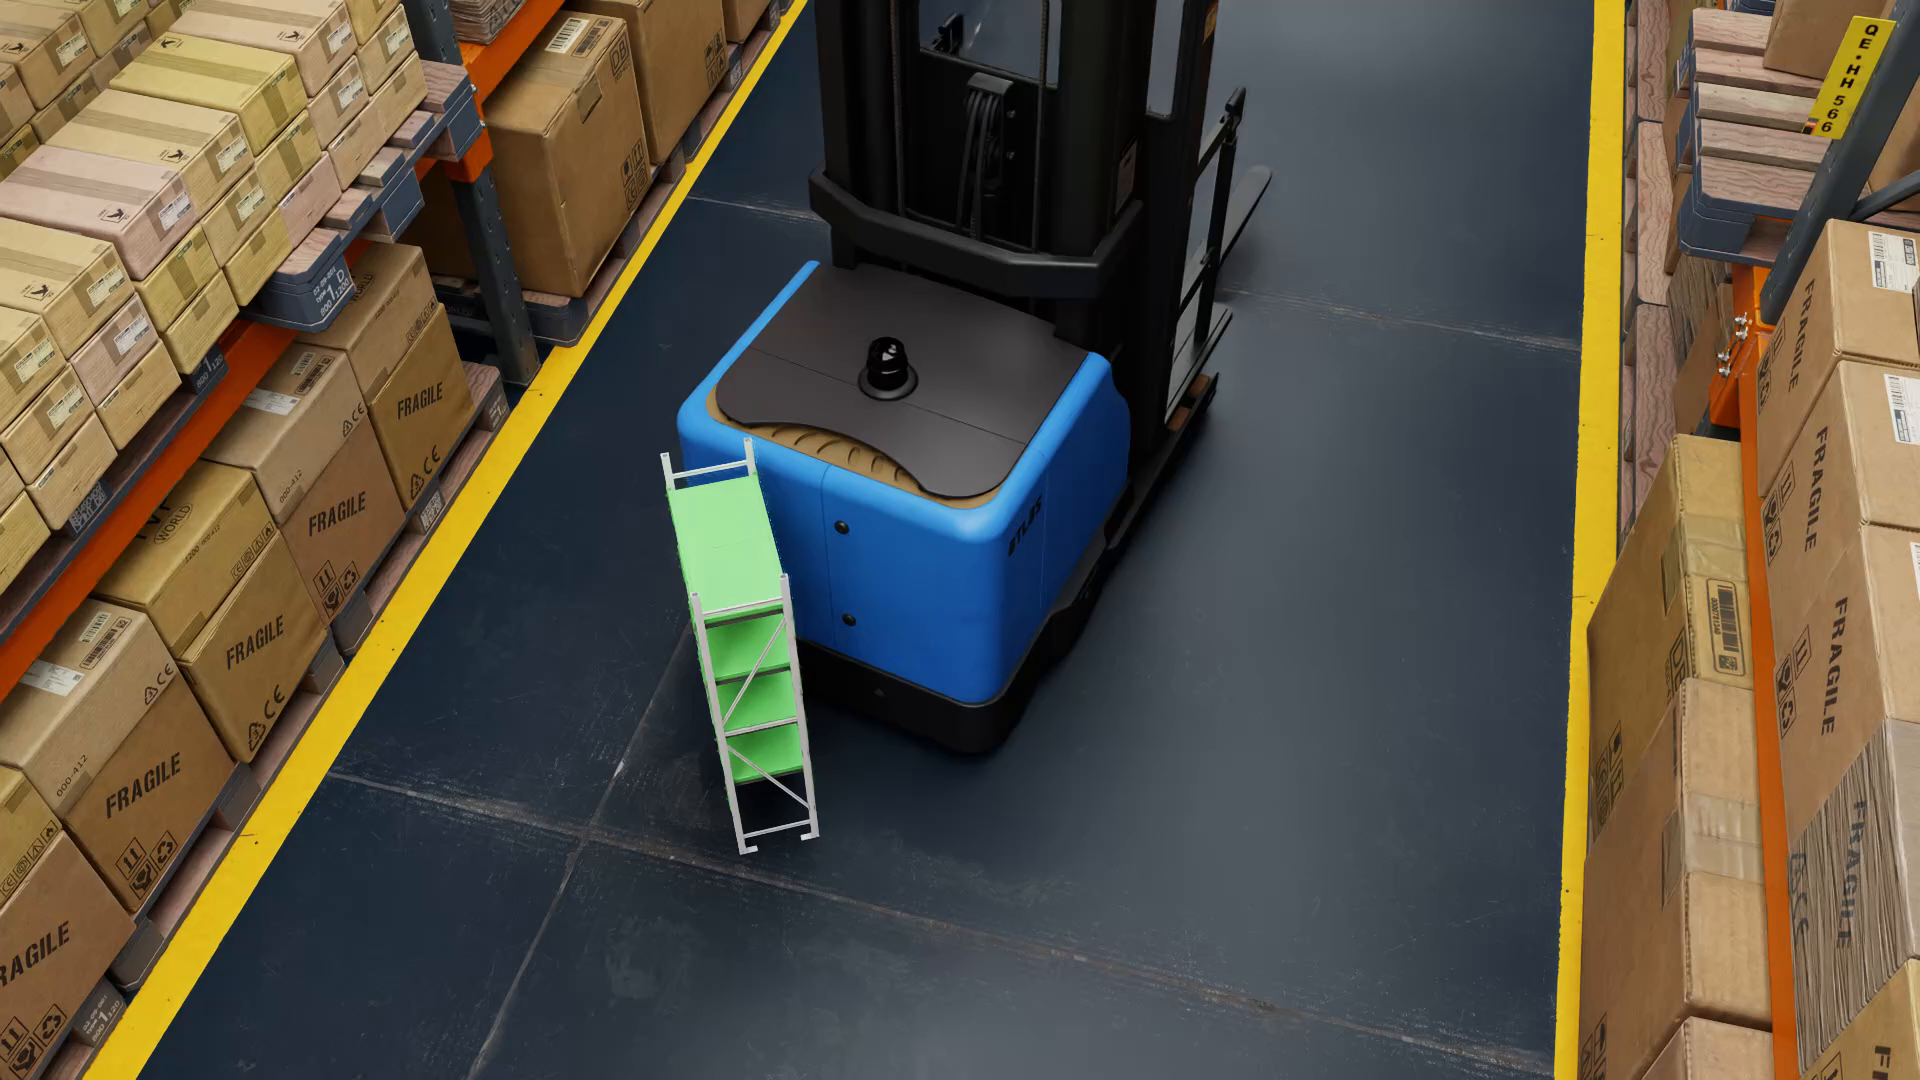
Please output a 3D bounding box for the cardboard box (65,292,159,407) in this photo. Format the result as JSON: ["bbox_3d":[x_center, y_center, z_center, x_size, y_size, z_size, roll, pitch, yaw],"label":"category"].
[{"bbox_3d":[-2.118,-0.478,3.860,0.380,0.149,0.250,13,50,11],"label":"cardboard box"}]

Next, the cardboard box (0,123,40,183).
[{"bbox_3d":[-2.613,-0.976,4.300,0.380,0.149,0.250,12,50,10],"label":"cardboard box"}]

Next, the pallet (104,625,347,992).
[{"bbox_3d":[-2.620,0.663,5.024,1.003,0.211,1.213,12,50,10],"label":"pallet"}]

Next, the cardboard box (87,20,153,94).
[{"bbox_3d":[-2.480,-1.352,4.632,0.380,0.149,0.250,14,50,12],"label":"cardboard box"}]

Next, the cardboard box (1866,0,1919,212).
[{"bbox_3d":[2.772,-1.223,4.482,0.500,0.500,0.500,6,49,5],"label":"cardboard box"}]

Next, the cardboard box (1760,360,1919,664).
[{"bbox_3d":[2.145,-0.014,3.695,0.500,0.500,0.500,10,49,9],"label":"cardboard box"}]

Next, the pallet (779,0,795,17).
[{"bbox_3d":[-1.167,-3.102,8.347,1.003,0.211,1.213,12,50,10],"label":"pallet"}]

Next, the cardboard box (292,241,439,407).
[{"bbox_3d":[-2.017,-0.718,5.270,0.500,0.250,0.500,11,49,9],"label":"cardboard box"}]

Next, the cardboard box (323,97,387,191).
[{"bbox_3d":[-1.843,-1.134,4.637,0.380,0.149,0.250,11,50,10],"label":"cardboard box"}]

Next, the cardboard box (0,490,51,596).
[{"bbox_3d":[-2.257,-0.007,3.643,0.380,0.149,0.250,11,49,9],"label":"cardboard box"}]

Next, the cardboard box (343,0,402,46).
[{"bbox_3d":[-1.776,-1.512,4.575,0.380,0.149,0.250,10,49,9],"label":"cardboard box"}]

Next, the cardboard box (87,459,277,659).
[{"bbox_3d":[-2.288,0.014,4.624,0.500,0.250,0.500,13,50,11],"label":"cardboard box"}]

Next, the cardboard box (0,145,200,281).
[{"bbox_3d":[-2.049,-0.775,3.924,0.380,0.149,0.250,12,50,10],"label":"cardboard box"}]

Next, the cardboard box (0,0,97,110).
[{"bbox_3d":[-2.535,-1.290,4.378,0.380,0.149,0.250,11,50,10],"label":"cardboard box"}]

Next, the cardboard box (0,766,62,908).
[{"bbox_3d":[-2.555,0.761,3.965,0.500,0.250,0.500,13,50,11],"label":"cardboard box"}]

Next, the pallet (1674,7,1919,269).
[{"bbox_3d":[2.754,-1.126,4.871,1.213,0.211,1.003,12,50,10],"label":"pallet"}]

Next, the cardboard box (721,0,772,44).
[{"bbox_3d":[-1.371,-2.829,7.466,1.050,0.750,0.750,12,50,10],"label":"cardboard box"}]

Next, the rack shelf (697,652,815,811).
[{"bbox_3d":[-0.602,0.532,4.886,0.258,0.148,0.480,-11,50,-10],"label":"rack shelf"}]

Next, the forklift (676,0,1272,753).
[{"bbox_3d":[0.296,-1.435,5.062,1.130,2.935,3.031,21,52,17],"label":"forklift"}]

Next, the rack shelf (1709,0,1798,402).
[{"bbox_3d":[3.195,-1.861,5.872,1.077,0.370,4.000,12,50,10],"label":"rack shelf"}]

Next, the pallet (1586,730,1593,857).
[{"bbox_3d":[2.389,0.825,4.881,1.003,0.211,1.213,12,50,10],"label":"pallet"}]

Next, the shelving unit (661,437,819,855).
[{"bbox_3d":[-0.602,0.331,4.658,0.258,1.200,0.503,-11,50,-10],"label":"shelving unit"}]

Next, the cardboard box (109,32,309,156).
[{"bbox_3d":[-1.914,-1.142,4.248,0.380,0.149,0.250,13,50,11],"label":"cardboard box"}]

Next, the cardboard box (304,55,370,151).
[{"bbox_3d":[-1.849,-1.218,4.514,0.380,0.149,0.250,13,50,11],"label":"cardboard box"}]

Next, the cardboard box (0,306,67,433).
[{"bbox_3d":[-2.188,-0.389,3.584,0.380,0.149,0.250,13,50,11],"label":"cardboard box"}]

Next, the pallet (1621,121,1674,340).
[{"bbox_3d":[3.199,-1.175,6.646,1.003,0.211,1.213,12,50,10],"label":"pallet"}]

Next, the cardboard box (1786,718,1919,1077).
[{"bbox_3d":[1.880,0.718,3.049,0.500,0.500,0.500,12,50,10],"label":"cardboard box"}]

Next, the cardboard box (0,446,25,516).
[{"bbox_3d":[-2.255,-0.110,3.535,0.380,0.149,0.250,11,49,9],"label":"cardboard box"}]

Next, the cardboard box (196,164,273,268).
[{"bbox_3d":[-1.982,-0.847,4.186,0.380,0.149,0.250,12,50,10],"label":"cardboard box"}]

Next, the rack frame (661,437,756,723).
[{"bbox_3d":[-0.665,0.154,4.814,0.240,1.200,0.015,-11,50,-10],"label":"rack frame"}]

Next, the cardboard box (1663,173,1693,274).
[{"bbox_3d":[3.102,-1.275,6.248,0.700,0.500,0.500,15,50,13],"label":"cardboard box"}]

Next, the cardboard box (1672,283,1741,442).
[{"bbox_3d":[2.826,-0.460,5.529,0.700,0.500,0.500,9,49,8],"label":"cardboard box"}]

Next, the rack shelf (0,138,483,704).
[{"bbox_3d":[-2.616,-0.020,4.247,1.077,0.370,4.000,12,50,10],"label":"rack shelf"}]

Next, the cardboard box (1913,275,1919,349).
[{"bbox_3d":[2.461,-0.492,3.448,0.797,0.503,0.637,13,50,11],"label":"cardboard box"}]

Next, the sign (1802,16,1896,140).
[{"bbox_3d":[2.143,-1.110,4.009,0.100,0.325,0.005,12,50,10],"label":"sign"}]

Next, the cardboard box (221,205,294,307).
[{"bbox_3d":[-1.980,-0.768,4.315,0.380,0.149,0.250,11,49,10],"label":"cardboard box"}]

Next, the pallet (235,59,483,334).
[{"bbox_3d":[-2.174,-1.105,4.852,1.213,0.211,1.003,12,50,10],"label":"pallet"}]

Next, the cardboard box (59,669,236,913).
[{"bbox_3d":[-2.430,0.630,4.580,0.500,0.500,0.500,12,50,11],"label":"cardboard box"}]

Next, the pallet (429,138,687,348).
[{"bbox_3d":[-1.809,-1.337,6.789,1.003,0.211,1.213,12,50,10],"label":"pallet"}]

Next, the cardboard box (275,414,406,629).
[{"bbox_3d":[-2.151,-0.114,5.237,0.500,0.500,0.500,13,50,12],"label":"cardboard box"}]

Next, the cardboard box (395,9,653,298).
[{"bbox_3d":[-1.843,-1.522,6.313,1.050,0.750,0.750,11,49,10],"label":"cardboard box"}]

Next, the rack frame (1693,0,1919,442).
[{"bbox_3d":[2.669,-0.653,4.325,1.000,3.000,0.127,12,50,10],"label":"rack frame"}]

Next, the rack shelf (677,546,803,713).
[{"bbox_3d":[-0.602,0.214,4.526,0.258,0.148,0.480,-11,50,-10],"label":"rack shelf"}]

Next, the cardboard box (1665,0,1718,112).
[{"bbox_3d":[3.396,-2.083,6.962,0.700,0.500,0.500,11,50,10],"label":"cardboard box"}]

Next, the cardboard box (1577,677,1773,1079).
[{"bbox_3d":[2.225,1.050,3.960,1.225,0.875,0.875,12,50,10],"label":"cardboard box"}]

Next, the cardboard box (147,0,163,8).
[{"bbox_3d":[-2.399,-1.658,4.703,0.380,0.149,0.250,12,50,10],"label":"cardboard box"}]

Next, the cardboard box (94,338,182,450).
[{"bbox_3d":[-2.119,-0.386,3.978,0.380,0.149,0.250,13,50,11],"label":"cardboard box"}]
